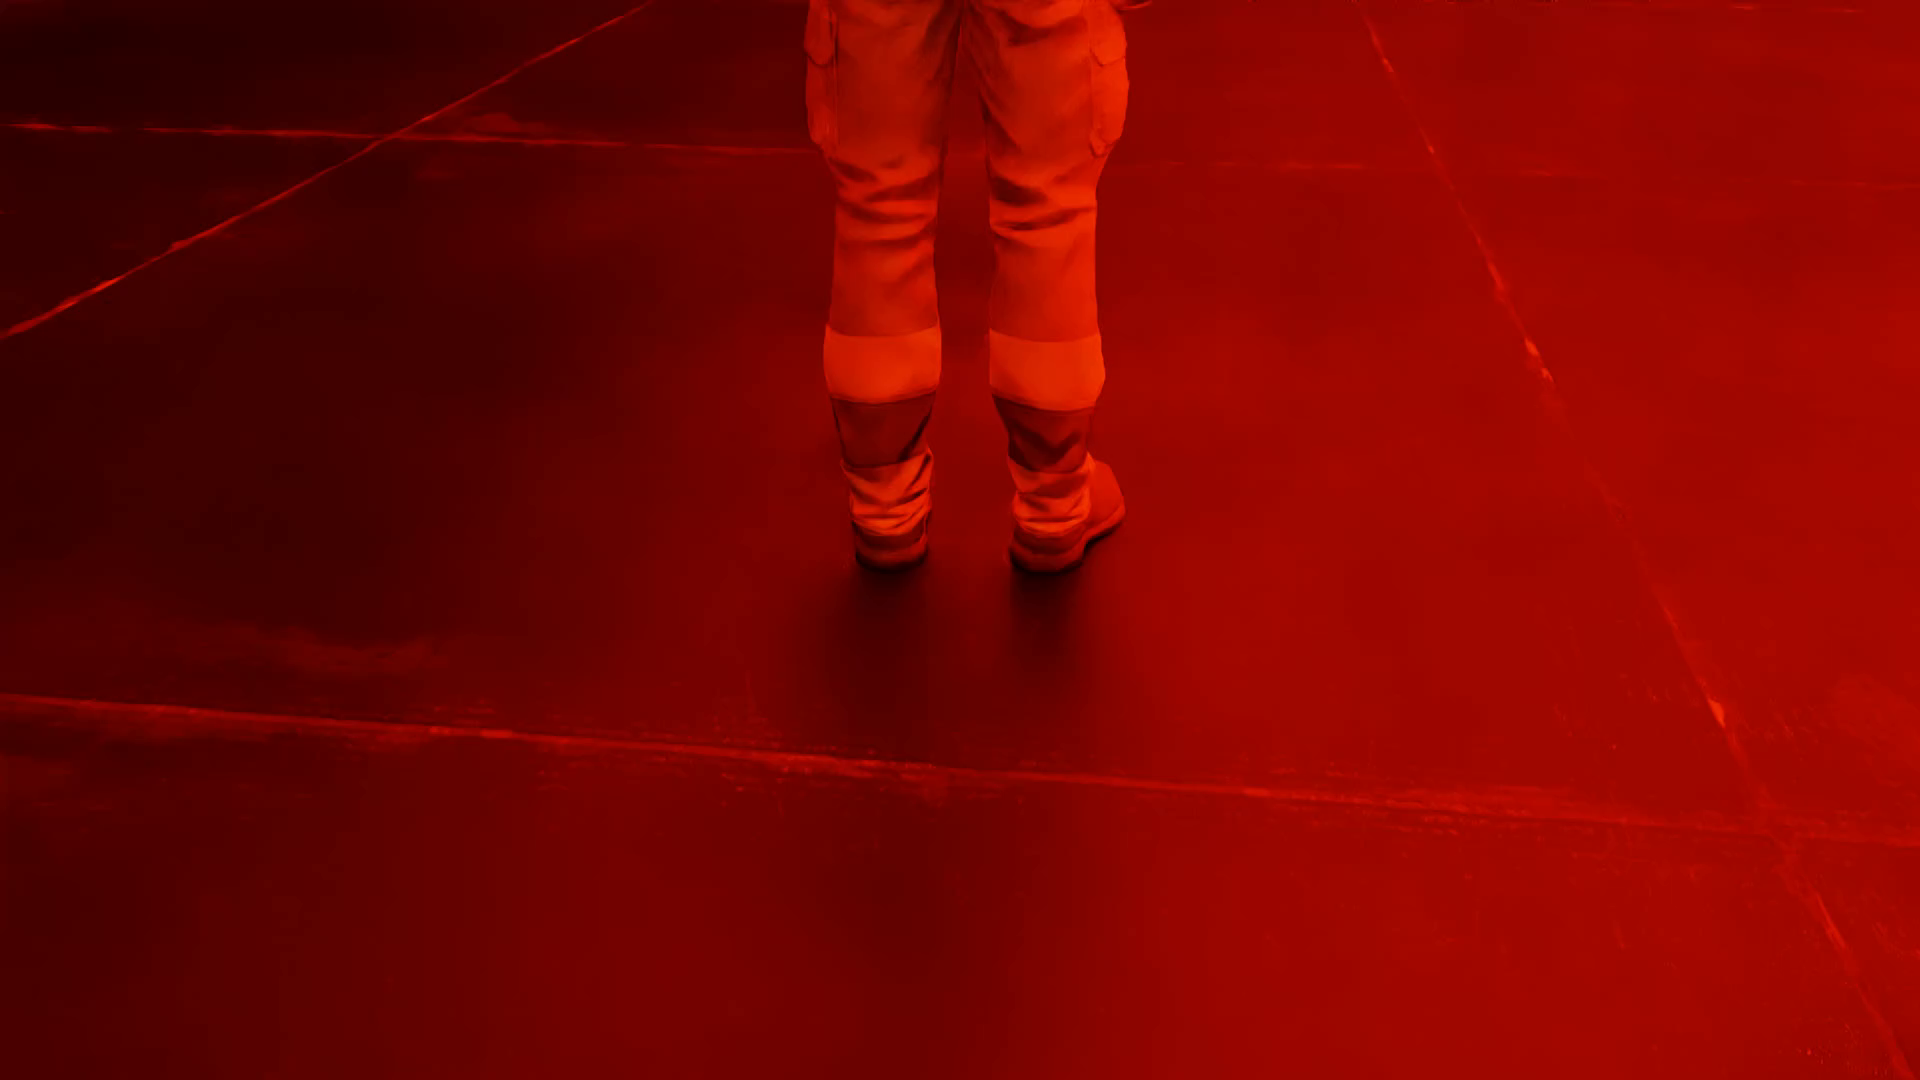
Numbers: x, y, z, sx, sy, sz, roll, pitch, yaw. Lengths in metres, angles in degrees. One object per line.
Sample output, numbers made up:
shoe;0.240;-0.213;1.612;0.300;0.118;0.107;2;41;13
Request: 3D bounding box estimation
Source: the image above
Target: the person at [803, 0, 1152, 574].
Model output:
person;0.002;-0.811;2.119;0.540;1.795;0.349;3;27;7
